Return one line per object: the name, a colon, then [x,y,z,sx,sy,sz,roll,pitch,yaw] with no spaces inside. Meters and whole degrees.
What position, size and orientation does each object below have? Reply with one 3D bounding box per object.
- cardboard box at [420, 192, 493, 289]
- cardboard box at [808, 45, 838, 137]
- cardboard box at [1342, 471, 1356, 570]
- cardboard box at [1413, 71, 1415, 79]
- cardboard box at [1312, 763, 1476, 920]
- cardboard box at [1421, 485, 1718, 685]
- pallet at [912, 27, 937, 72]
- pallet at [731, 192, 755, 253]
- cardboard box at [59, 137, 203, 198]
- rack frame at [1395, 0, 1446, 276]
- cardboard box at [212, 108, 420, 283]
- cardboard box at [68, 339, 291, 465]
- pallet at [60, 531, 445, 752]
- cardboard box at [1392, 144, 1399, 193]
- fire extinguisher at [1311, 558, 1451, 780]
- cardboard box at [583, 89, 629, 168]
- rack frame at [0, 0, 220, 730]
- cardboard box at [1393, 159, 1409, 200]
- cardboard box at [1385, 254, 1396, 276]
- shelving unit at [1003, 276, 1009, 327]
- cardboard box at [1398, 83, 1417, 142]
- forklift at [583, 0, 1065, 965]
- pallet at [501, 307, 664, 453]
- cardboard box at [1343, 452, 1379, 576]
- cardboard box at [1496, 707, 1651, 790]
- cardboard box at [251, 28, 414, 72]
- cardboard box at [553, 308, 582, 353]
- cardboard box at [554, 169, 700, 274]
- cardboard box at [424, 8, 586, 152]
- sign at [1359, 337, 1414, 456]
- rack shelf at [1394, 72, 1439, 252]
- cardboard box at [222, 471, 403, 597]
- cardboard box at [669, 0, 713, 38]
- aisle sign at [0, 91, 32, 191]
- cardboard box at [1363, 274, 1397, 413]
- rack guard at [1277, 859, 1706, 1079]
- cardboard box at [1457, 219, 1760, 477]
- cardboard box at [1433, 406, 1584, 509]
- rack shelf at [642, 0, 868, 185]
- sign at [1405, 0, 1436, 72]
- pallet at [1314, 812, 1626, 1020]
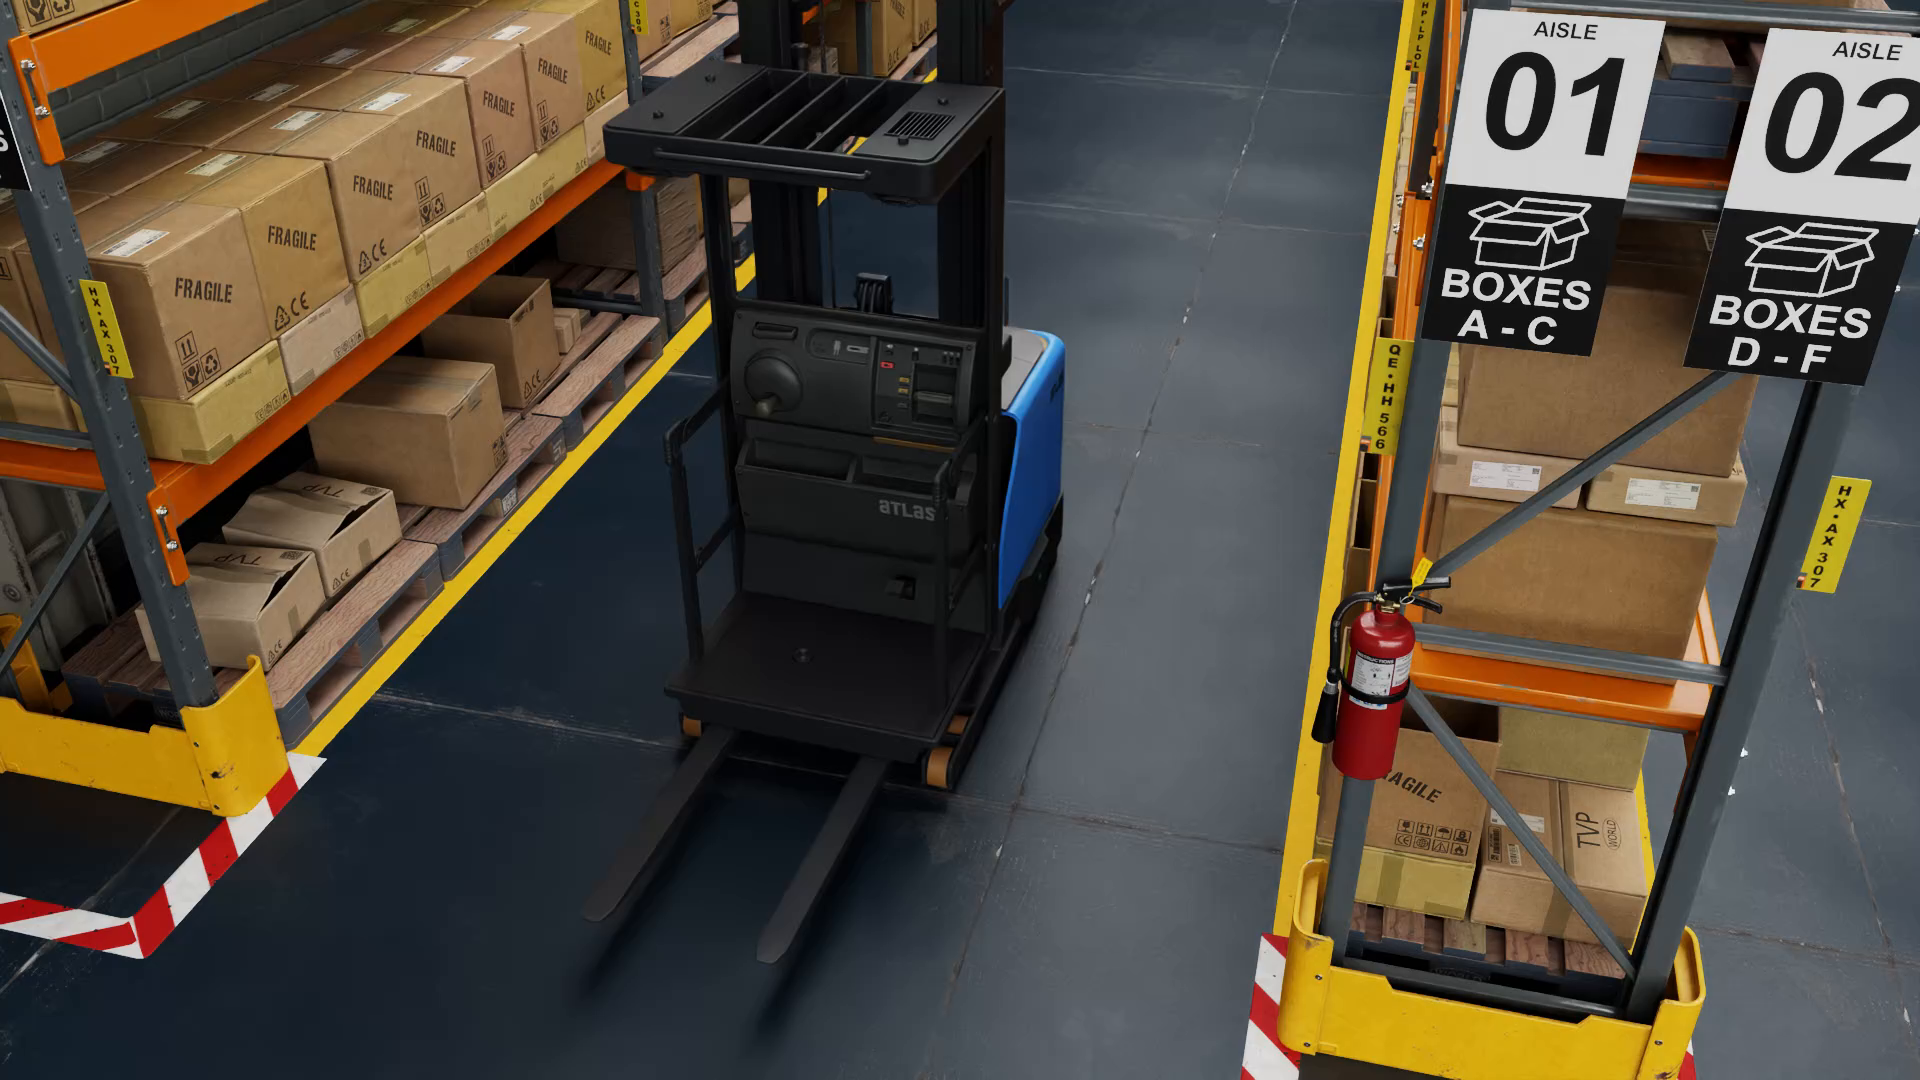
cardboard box: [-2.371,-1.316,7.145,0.500,0.250,0.500,8,33,13]
cardboard box: [-1.287,-3.265,12.010,0.700,0.500,0.500,8,33,13]
cardboard box: [1.948,-0.067,7.231,0.500,0.250,0.500,8,33,12]
cardboard box: [3.779,-3.759,12.787,0.500,0.500,0.500,7,33,11]
cardboard box: [1.457,0.973,5.594,0.500,0.250,0.500,8,33,12]
cardboard box: [1.738,0.026,4.820,0.700,0.500,0.500,8,33,12]
pallet: [-0.571,-4.368,14.425,1.003,0.211,1.213,8,33,12]
pallet: [-1.666,-2.302,11.174,1.003,0.211,1.213,8,33,12]
cardboard box: [-3.134,-1.159,6.199,0.500,0.500,0.500,8,33,13]
rack frame: [2.622,-1.767,7.734,1.000,3.000,0.127,8,33,12]
cardboard box: [-2.501,-1.355,6.507,0.500,0.500,0.500,7,33,11]
cardboard box: [-2.754,-0.519,5.892,0.500,0.250,0.500,7,33,11]
pallet: [-2.926,0.357,6.992,1.003,0.211,1.213,8,33,12]
cardboard box: [3.094,-2.367,10.849,0.500,0.250,0.500,7,33,11]
fire extinguisher: [1.128,0.339,4.492,0.296,0.674,0.183,8,33,12]
cardboard box: [-1.997,-2.098,8.375,0.500,0.250,0.500,8,33,12]
rack frame: [-3.185,-0.364,5.526,1.000,3.000,0.127,8,33,12]
cardboard box: [2.834,-2.059,9.842,0.500,0.311,0.500,8,33,12]
cardboard box: [2.448,-1.270,8.600,0.500,0.311,0.500,8,33,12]
shelving unit: [0.075,-0.628,7.619,0.258,1.200,0.189,9,34,15]
cardboard box: [3.220,-2.864,11.109,0.500,0.311,0.500,9,34,14]
forklift: [-0.457,-0.541,5.870,1.130,2.935,3.031,9,34,15]
pallet: [-2.306,-0.909,8.984,1.003,0.211,1.213,8,33,12]
cardboard box: [1.823,-0.124,6.621,0.500,0.500,0.500,8,33,12]
cardboard box: [2.083,0.468,5.691,0.500,0.500,0.500,8,33,12]
cardboard box: [-2.758,-1.960,7.459,0.500,0.500,0.500,9,34,14]
cardboard box: [-2.277,-1.148,8.990,0.380,0.166,0.250,4,33,6]
cardboard box: [-2.000,-1.955,9.948,0.700,0.500,0.500,9,34,14]
cardboard box: [-2.112,-2.154,7.764,0.500,0.500,0.500,8,33,12]
sign: [1.086,-0.361,4.222,0.100,0.325,0.005,8,33,12]
rack shelf: [3.130,-2.501,9.559,1.077,0.370,4.000,8,33,12]
cardboard box: [-2.778,-0.057,7.140,0.500,0.311,0.500,11,34,16]
cardboard box: [-1.859,-3.216,9.509,0.700,0.500,0.500,11,34,17]
aisle sign: [-2.913,-1.383,4.706,0.394,0.787,0.004,8,33,12]
cardboard box: [2.202,-0.902,7.846,0.500,0.500,0.500,8,33,12]
rack guard: [1.601,1.376,5.119,1.175,0.500,0.348,8,33,12]
cardboard box: [1.751,-0.549,4.515,0.700,0.500,0.500,8,33,13]
cardboard box: [1.520,-0.231,4.620,0.380,0.149,0.250,7,33,12]
rack shelf: [-1.663,-3.174,10.617,1.077,0.370,4.000,8,33,12]
sign: [2.095,-2.291,7.552,0.100,0.325,0.005,8,33,12]
pallet: [1.761,1.083,5.850,1.003,0.211,1.213,8,33,12]
